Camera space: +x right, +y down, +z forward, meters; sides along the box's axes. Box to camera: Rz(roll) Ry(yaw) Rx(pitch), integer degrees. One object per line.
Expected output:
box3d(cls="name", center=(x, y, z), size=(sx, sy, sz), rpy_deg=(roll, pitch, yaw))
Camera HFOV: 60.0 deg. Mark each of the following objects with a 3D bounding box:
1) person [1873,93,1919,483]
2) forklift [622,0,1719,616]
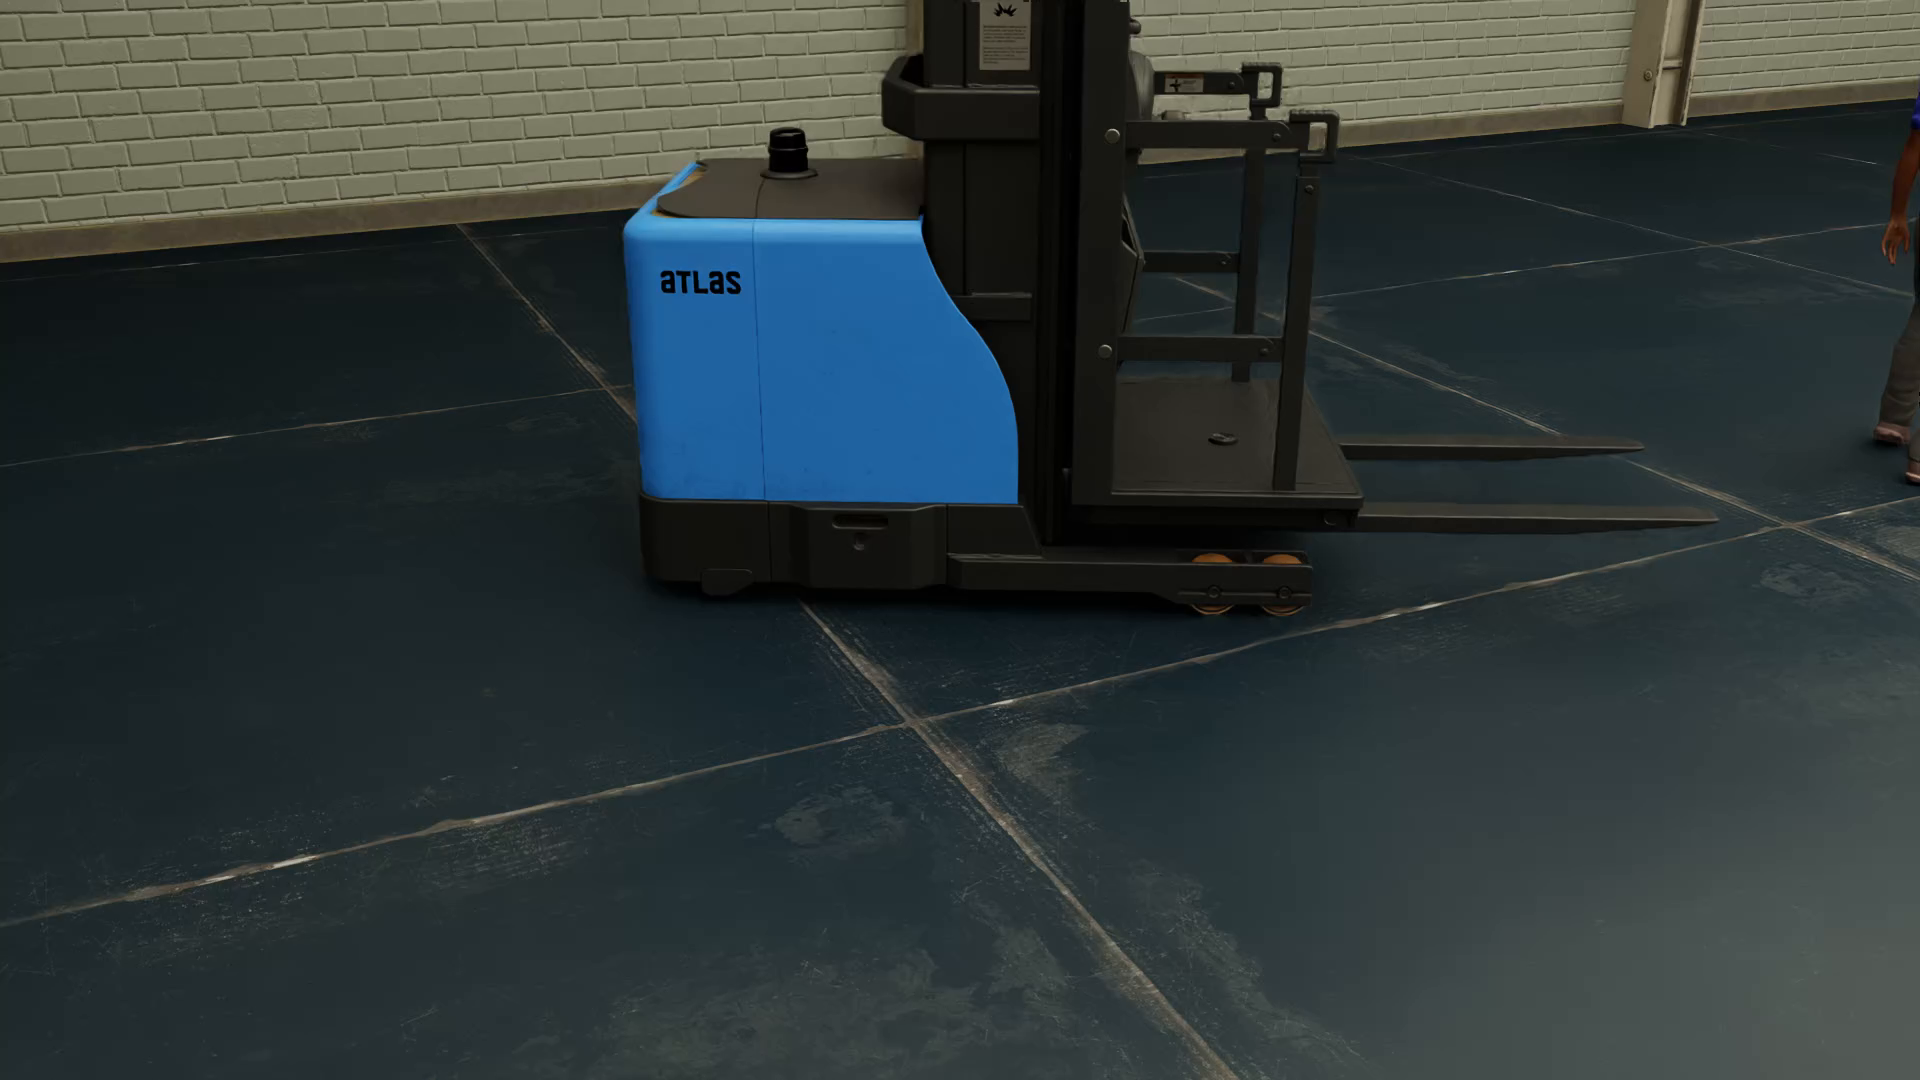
box3d(cls="person", center=(3.343, -0.989, 5.442), size=(0.513, 1.704, 0.559), rpy_deg=(-13, 26, -29))
box3d(cls="forklift", center=(0.629, -1.352, 4.541), size=(3.031, 2.935, 1.130), rpy_deg=(1, 23, 2))
